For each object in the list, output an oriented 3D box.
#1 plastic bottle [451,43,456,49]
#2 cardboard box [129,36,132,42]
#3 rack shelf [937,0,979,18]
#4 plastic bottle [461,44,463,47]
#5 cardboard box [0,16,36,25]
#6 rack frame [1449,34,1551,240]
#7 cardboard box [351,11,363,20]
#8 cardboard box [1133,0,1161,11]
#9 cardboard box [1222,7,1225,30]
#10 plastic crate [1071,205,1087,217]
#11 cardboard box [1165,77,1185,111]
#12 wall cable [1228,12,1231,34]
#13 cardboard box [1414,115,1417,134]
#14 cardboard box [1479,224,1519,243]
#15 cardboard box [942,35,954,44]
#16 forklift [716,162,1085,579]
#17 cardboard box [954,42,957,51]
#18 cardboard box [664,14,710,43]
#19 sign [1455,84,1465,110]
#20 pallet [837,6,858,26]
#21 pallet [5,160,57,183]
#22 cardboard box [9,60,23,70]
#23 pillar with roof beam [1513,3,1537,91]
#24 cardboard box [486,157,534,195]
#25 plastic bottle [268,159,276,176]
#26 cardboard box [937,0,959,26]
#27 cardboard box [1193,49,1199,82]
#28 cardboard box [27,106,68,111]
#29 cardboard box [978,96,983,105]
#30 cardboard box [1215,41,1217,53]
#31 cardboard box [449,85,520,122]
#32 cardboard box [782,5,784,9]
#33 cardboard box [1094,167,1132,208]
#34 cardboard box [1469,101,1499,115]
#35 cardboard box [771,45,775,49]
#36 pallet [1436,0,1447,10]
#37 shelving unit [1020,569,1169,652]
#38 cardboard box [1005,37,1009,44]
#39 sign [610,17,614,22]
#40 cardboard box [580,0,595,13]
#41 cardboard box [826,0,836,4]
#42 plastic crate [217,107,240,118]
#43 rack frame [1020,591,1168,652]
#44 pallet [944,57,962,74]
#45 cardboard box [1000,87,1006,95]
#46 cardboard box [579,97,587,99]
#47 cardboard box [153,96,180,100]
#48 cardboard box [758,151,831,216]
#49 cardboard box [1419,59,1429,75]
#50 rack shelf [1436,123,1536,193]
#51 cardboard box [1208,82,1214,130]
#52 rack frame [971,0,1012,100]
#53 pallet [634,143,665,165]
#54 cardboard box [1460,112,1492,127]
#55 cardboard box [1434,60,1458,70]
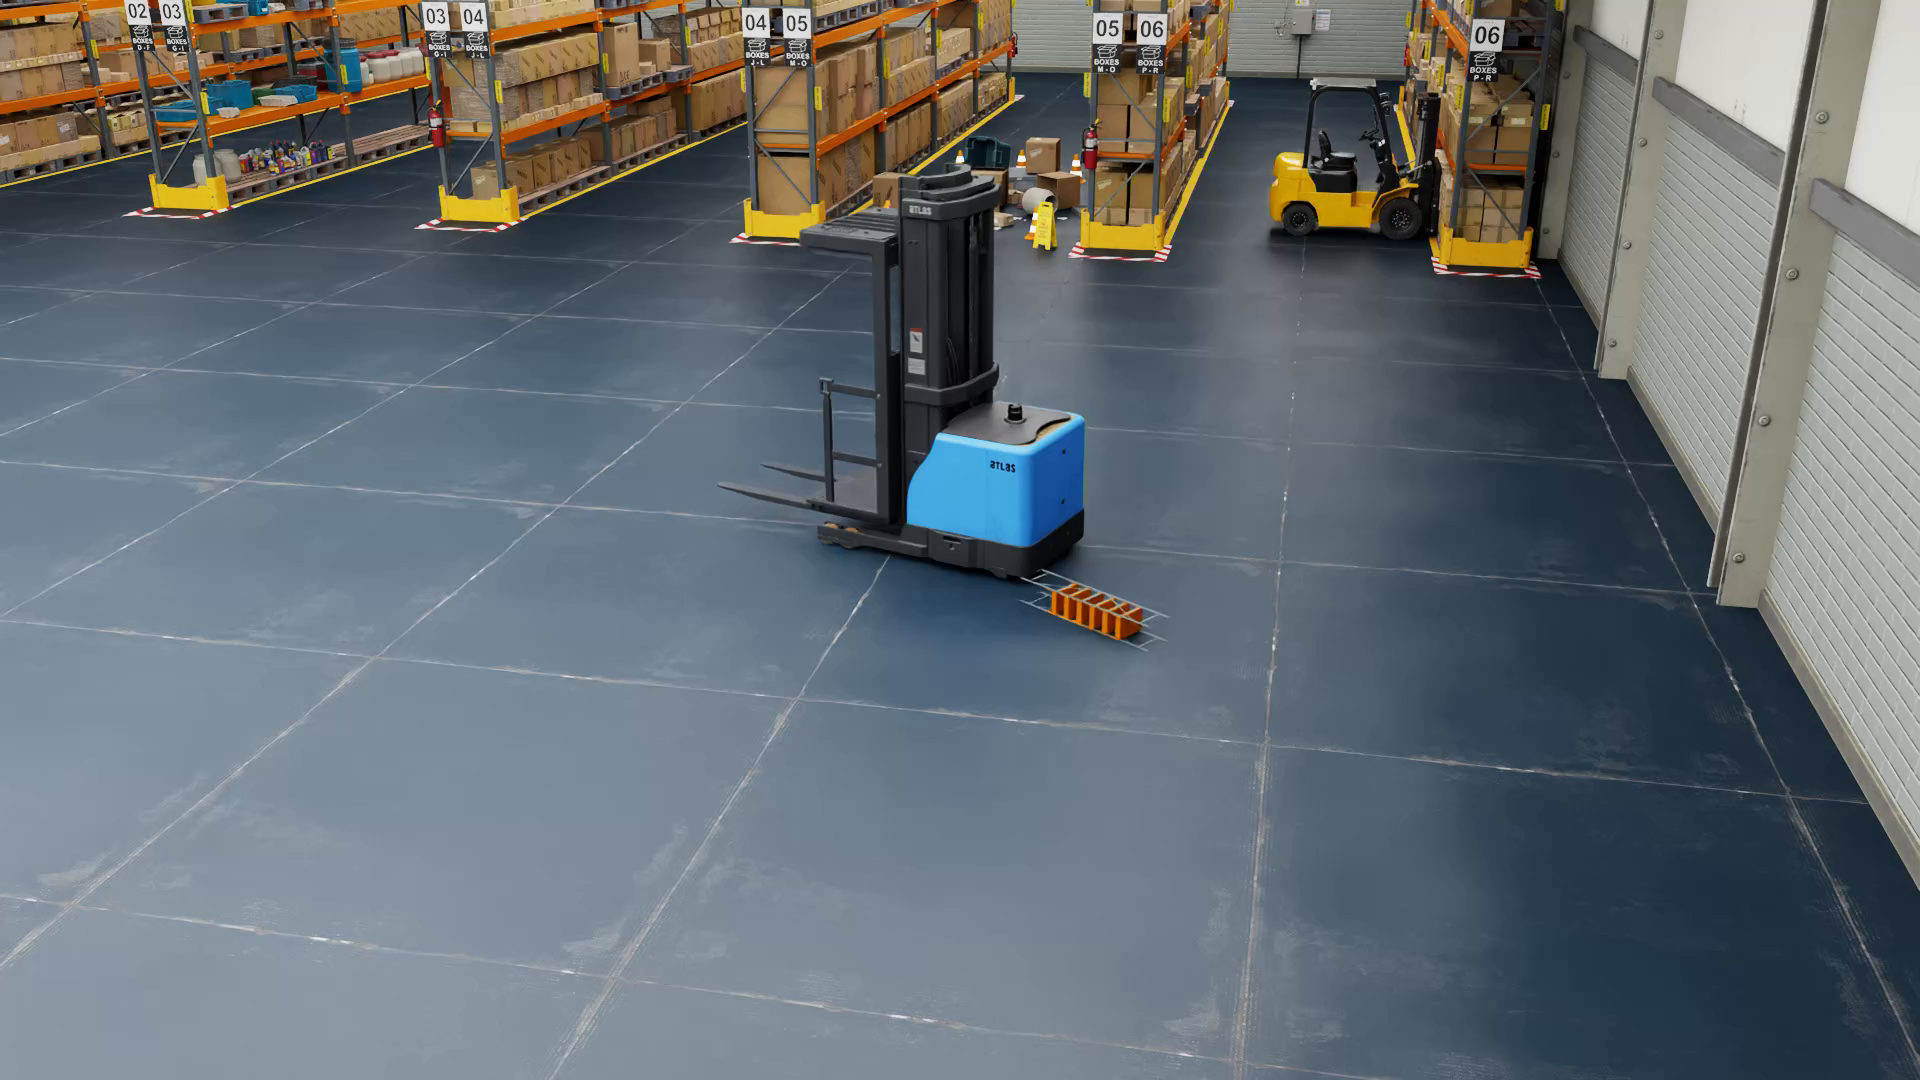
[{"bbox_3d":[-10.645,-10.246,34.844,0.144,0.351,0.185,4,22,11],"label":"plastic bottle"},{"bbox_3d":[-19.290,-11.581,38.403,0.380,0.149,0.250,5,22,11],"label":"cardboard box"},{"bbox_3d":[-0.524,-10.612,32.635,1.077,0.370,4.000,4,22,11],"label":"rack shelf"},{"bbox_3d":[-10.574,-10.379,35.281,0.097,0.271,0.097,0,22,0],"label":"plastic bottle"},{"bbox_3d":[-19.964,-11.069,35.259,0.500,0.250,0.500,5,22,12],"label":"cardboard box"},{"bbox_3d":[7.162,-5.179,22.198,1.000,3.000,0.127,4,22,11],"label":"rack frame"},{"bbox_3d":[-14.172,-12.307,38.424,0.500,0.500,0.500,4,22,9],"label":"cardboard box"},{"bbox_3d":[2.574,-7.315,22.756,0.380,0.149,0.250,4,22,11],"label":"cardboard box"},{"bbox_3d":[5.310,-10.982,35.133,0.500,0.500,0.500,5,22,12],"label":"cardboard box"},{"bbox_3d":[1.995,-5.153,26.042,0.402,0.080,0.583,-3,22,-8],"label":"plastic crate"},{"bbox_3d":[3.271,-7.022,26.242,0.500,0.500,0.500,4,22,10],"label":"cardboard box"},{"bbox_3d":[6.694,-13.958,42.593,0.585,1.953,0.123,4,22,11],"label":"wall cable"},{"bbox_3d":[9.086,-8.066,32.150,0.500,0.500,0.500,4,22,9],"label":"cardboard box"},{"bbox_3d":[7.454,-4.263,23.043,0.500,0.250,0.500,5,22,11],"label":"cardboard box"},{"bbox_3d":[-0.327,-9.903,32.904,0.380,0.149,0.250,4,22,10],"label":"cardboard box"},{"bbox_3d":[-0.556,-1.449,13.029,3.031,2.935,1.130,12,25,27],"label":"forklift"},{"bbox_3d":[-0.269,-9.859,33.193,0.380,0.149,0.250,5,22,11],"label":"cardboard box"},{"bbox_3d":[-5.466,-10.254,33.321,0.797,0.503,0.637,5,22,12],"label":"cardboard box"},{"bbox_3d":[6.634,-5.873,22.053,0.100,0.325,0.005,4,22,11],"label":"sign"},{"bbox_3d":[-2.177,-7.967,25.223,1.003,0.211,1.213,4,22,11],"label":"pallet"},{"bbox_3d":[-16.731,-6.503,29.217,1.003,0.211,1.213,4,22,11],"label":"pallet"},{"bbox_3d":[-16.438,-8.201,28.699,0.380,0.149,0.250,5,23,13],"label":"cardboard box"},{"bbox_3d":[5.196,-10.671,27.803,9.100,9.000,0.400,4,22,11],"label":"pillar with roof beam"},{"bbox_3d":[-7.167,-5.795,26.512,0.500,0.500,0.500,11,24,25],"label":"cardboard box"},{"bbox_3d":[-11.573,-6.267,27.963,0.097,0.271,0.097,0,22,0],"label":"plastic bottle"},{"bbox_3d":[-0.285,-11.126,35.094,0.500,0.500,0.500,4,22,9],"label":"cardboard box"},{"bbox_3d":[3.805,-8.100,28.356,0.500,0.500,0.500,4,22,9],"label":"cardboard box"},{"bbox_3d":[-16.682,-7.653,30.454,0.500,0.500,0.500,4,22,11],"label":"cardboard box"},{"bbox_3d":[0.271,-9.404,35.544,0.380,0.149,0.250,5,23,13],"label":"cardboard box"},{"bbox_3d":[4.899,-9.928,33.520,0.500,0.250,0.500,4,22,11],"label":"cardboard box"},{"bbox_3d":[-7.261,-6.695,25.430,0.875,0.500,0.500,4,22,11],"label":"cardboard box"},{"bbox_3d":[-2.725,-7.746,24.197,0.380,0.149,0.250,5,22,12],"label":"cardboard box"},{"bbox_3d":[2.210,-5.136,24.207,0.500,0.500,0.500,5,22,11],"label":"cardboard box"},{"bbox_3d":[7.029,-5.812,22.368,0.380,0.149,0.250,5,22,11],"label":"cardboard box"},{"bbox_3d":[-4.354,-11.049,37.109,0.380,0.149,0.250,4,22,10],"label":"cardboard box"},{"bbox_3d":[8.743,-9.154,28.305,1.213,0.211,1.003,6,23,13],"label":"pallet"},{"bbox_3d":[0.946,0.491,11.876,0.258,0.189,1.200,-20,30,-41],"label":"shelving unit"},{"bbox_3d":[0.910,-11.491,38.206,0.380,0.149,0.250,4,22,11],"label":"cardboard box"},{"bbox_3d":[-8.442,-12.581,40.357,0.100,0.325,0.005,4,22,11],"label":"sign"},{"bbox_3d":[-6.421,-8.910,27.647,0.500,0.250,0.500,5,23,13],"label":"cardboard box"},{"bbox_3d":[-2.113,-7.940,24.146,0.500,0.250,0.500,4,22,10],"label":"cardboard box"},{"bbox_3d":[-11.751,-6.870,26.749,0.298,0.136,0.250,4,22,11],"label":"plastic crate"},{"bbox_3d":[0.946,0.576,11.910,0.240,0.006,1.200,-20,30,-41],"label":"rack frame"},{"bbox_3d":[-0.568,-9.461,33.086,1.003,0.211,1.213,4,22,11],"label":"pallet"},{"bbox_3d":[0.844,-10.310,38.193,0.380,0.149,0.250,5,23,13],"label":"cardboard box"},{"bbox_3d":[-6.510,-7.380,27.998,0.380,0.149,0.250,4,22,11],"label":"cardboard box"},{"bbox_3d":[-15.958,-8.812,33.585,0.500,0.311,0.500,4,22,10],"label":"cardboard box"},{"bbox_3d":[-2.491,-5.359,24.927,0.875,0.875,0.875,5,22,11],"label":"cardboard box"},{"bbox_3d":[8.693,-8.641,30.432,0.500,0.250,0.500,3,22,8],"label":"cardboard box"},{"bbox_3d":[7.570,-5.577,24.149,1.077,0.370,4.000,4,22,11],"label":"rack shelf"},{"bbox_3d":[4.526,-8.590,32.950,0.875,0.875,0.875,5,22,12],"label":"cardboard box"},{"bbox_3d":[0.700,-11.748,38.509,1.000,3.000,0.127,4,22,11],"label":"rack frame"},{"bbox_3d":[-6.179,-7.214,30.982,1.003,0.211,1.213,4,22,11],"label":"pallet"},{"bbox_3d":[6.958,-5.675,22.426,0.380,0.149,0.250,5,22,12],"label":"cardboard box"},{"bbox_3d":[8.360,-8.165,28.609,0.380,0.149,0.250,5,22,12],"label":"cardboard box"}]
